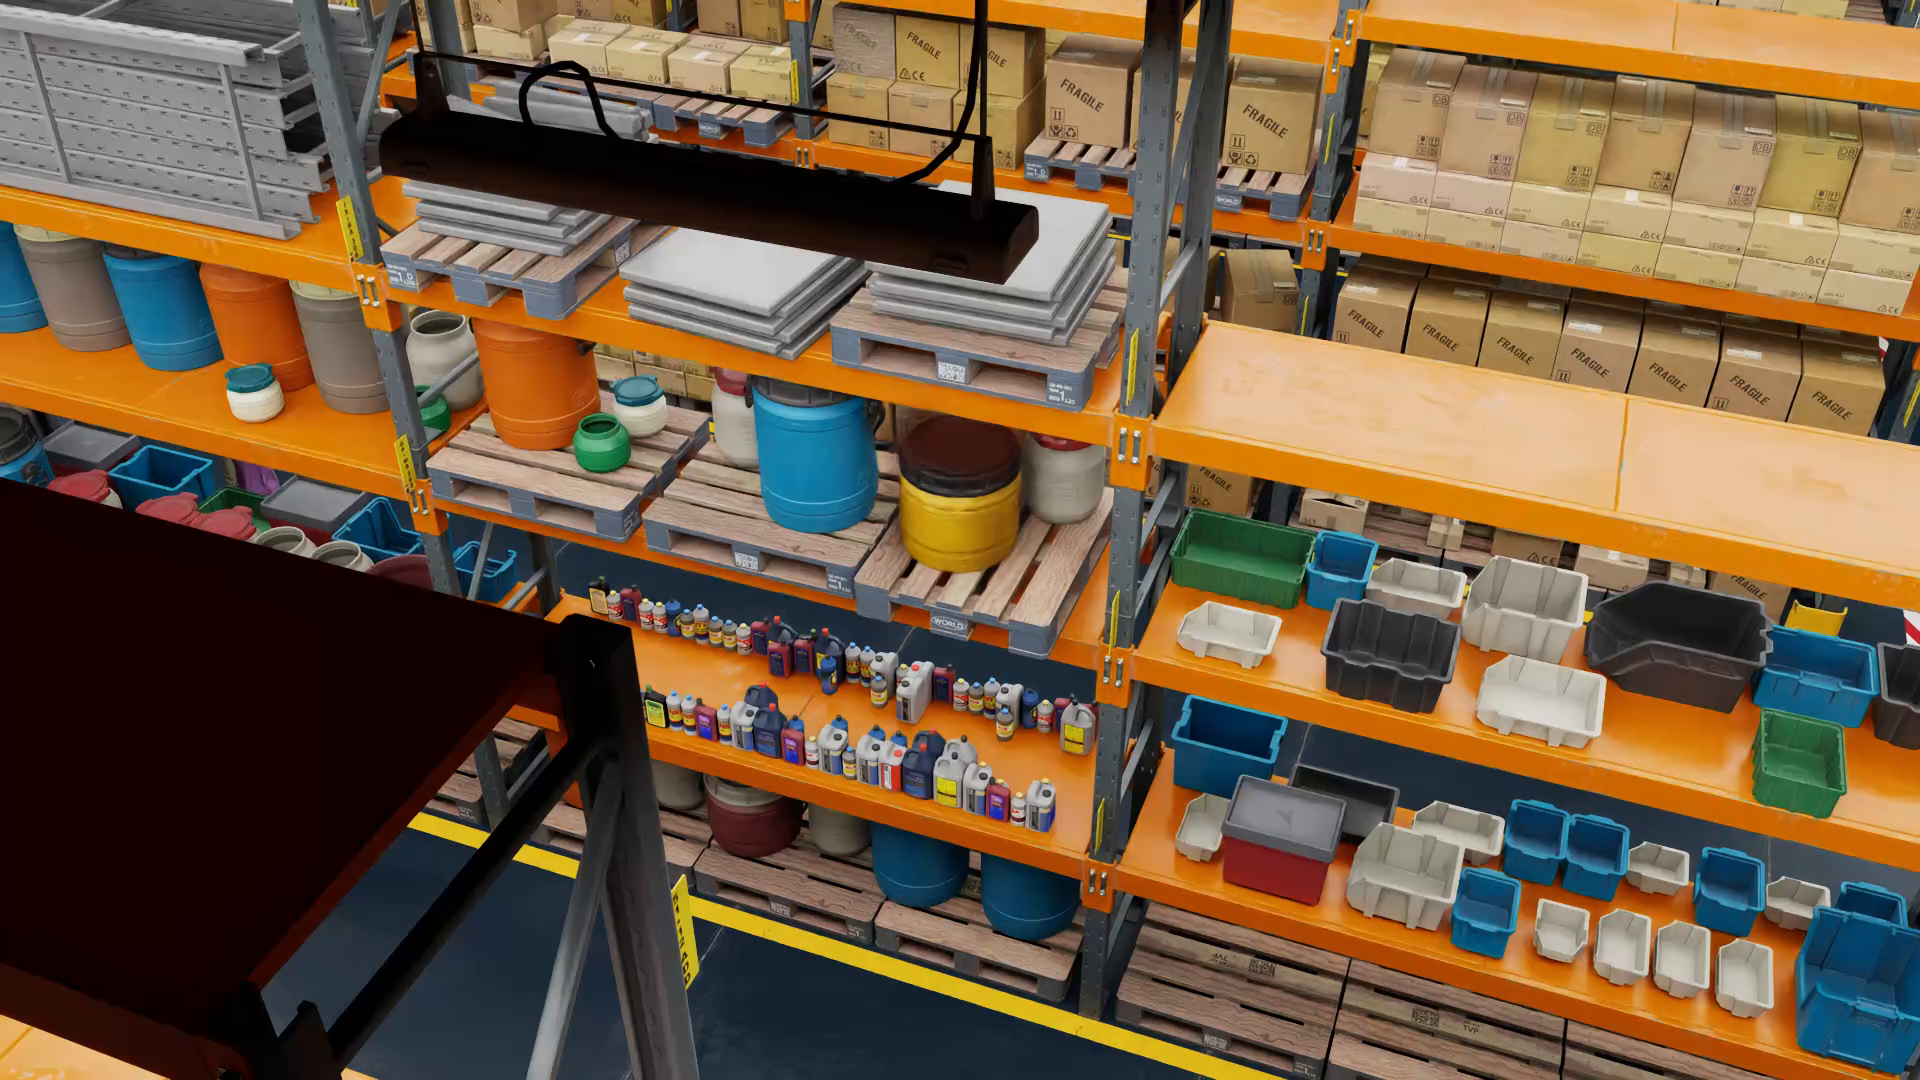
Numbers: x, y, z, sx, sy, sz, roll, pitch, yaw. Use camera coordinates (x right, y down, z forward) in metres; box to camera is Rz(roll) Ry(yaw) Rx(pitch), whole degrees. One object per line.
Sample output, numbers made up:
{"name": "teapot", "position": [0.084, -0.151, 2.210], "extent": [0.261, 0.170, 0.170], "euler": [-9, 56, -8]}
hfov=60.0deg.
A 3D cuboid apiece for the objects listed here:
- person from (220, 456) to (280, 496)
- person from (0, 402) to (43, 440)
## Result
{"name": "person", "position": [-5.343, -0.349, 12.576], "extent": [0.451, 1.544, 0.757], "euler": [-19, 41, -24]}
{"name": "person", "position": [-7.806, -1.335, 13.746], "extent": [0.495, 1.716, 0.595], "euler": [18, 40, 23]}
